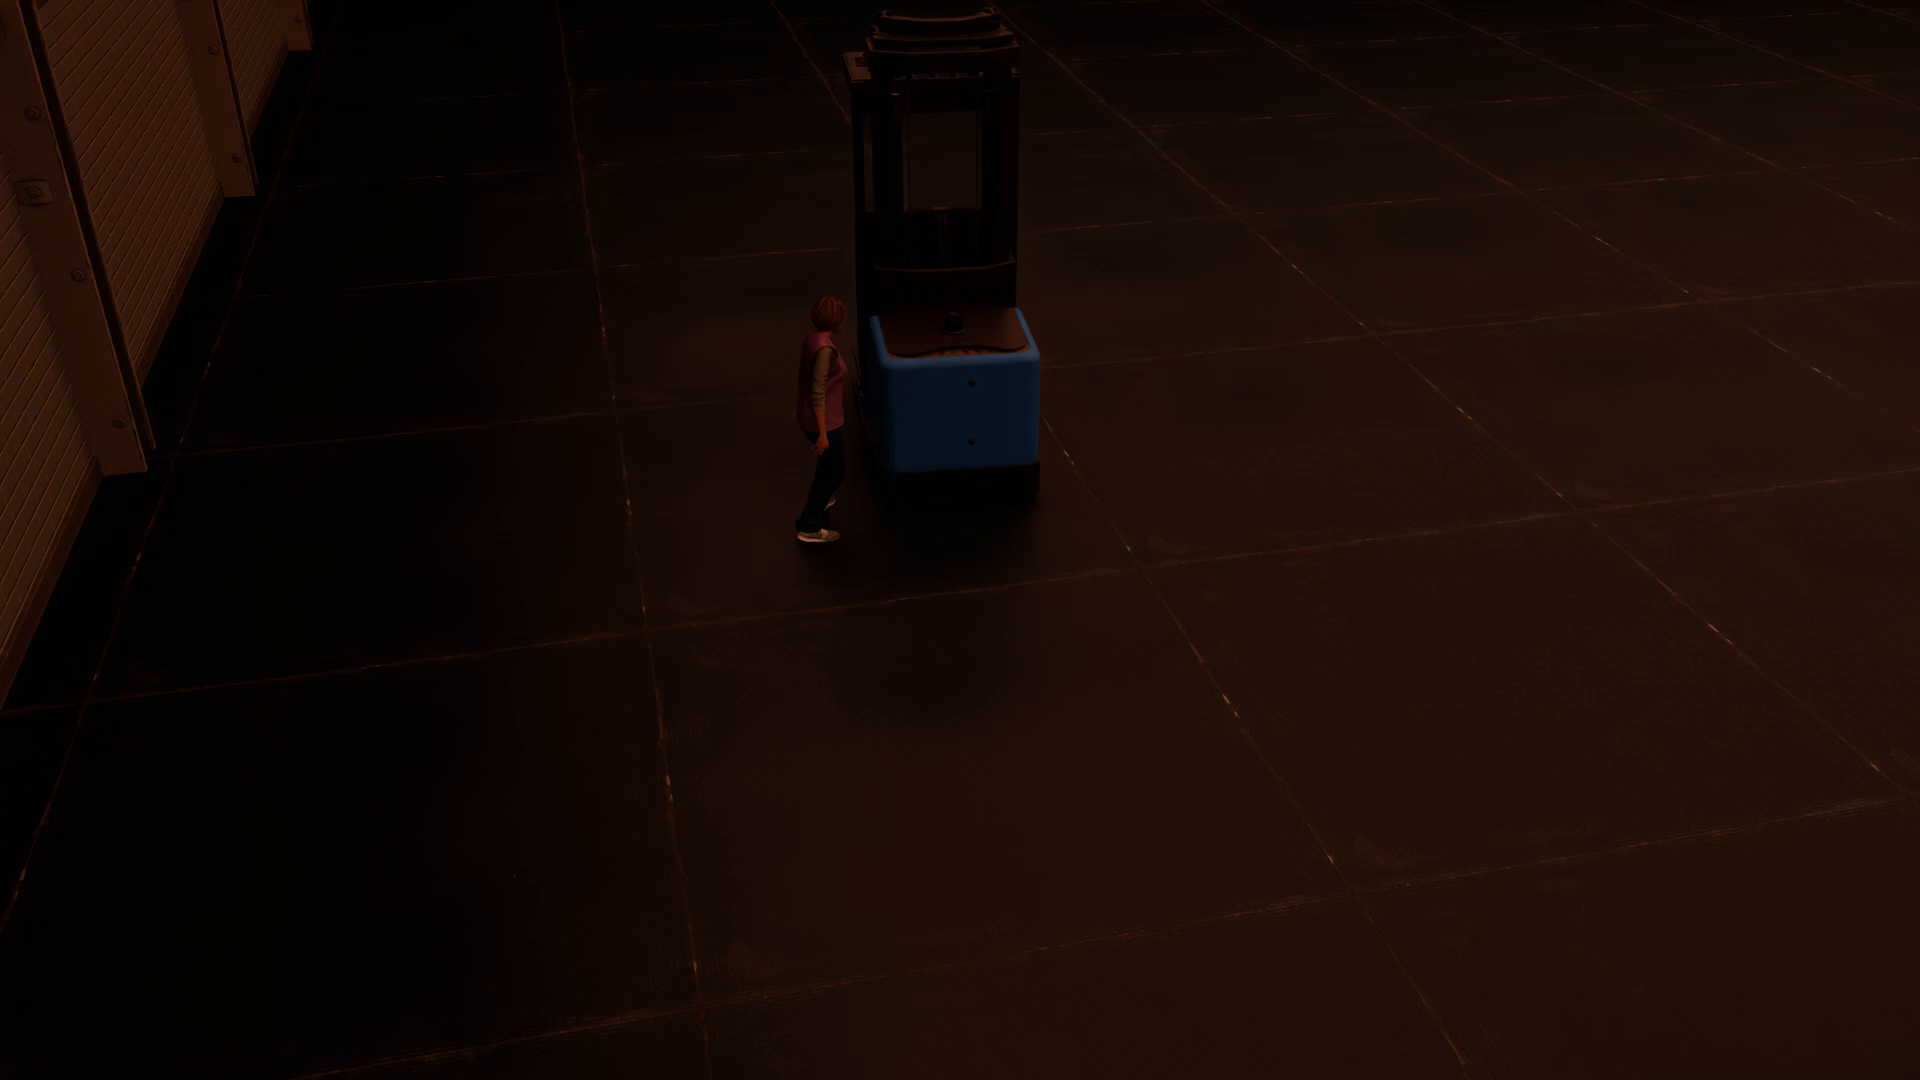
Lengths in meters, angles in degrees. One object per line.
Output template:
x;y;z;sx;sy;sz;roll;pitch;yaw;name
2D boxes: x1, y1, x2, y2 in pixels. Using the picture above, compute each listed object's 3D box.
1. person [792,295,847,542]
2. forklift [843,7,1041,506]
-0.866;-0.741;10.250;0.401;1.570;0.740;-7;31;-12;person
-0.192;-2.204;11.382;1.130;2.935;3.031;-4;30;-7;forklift
